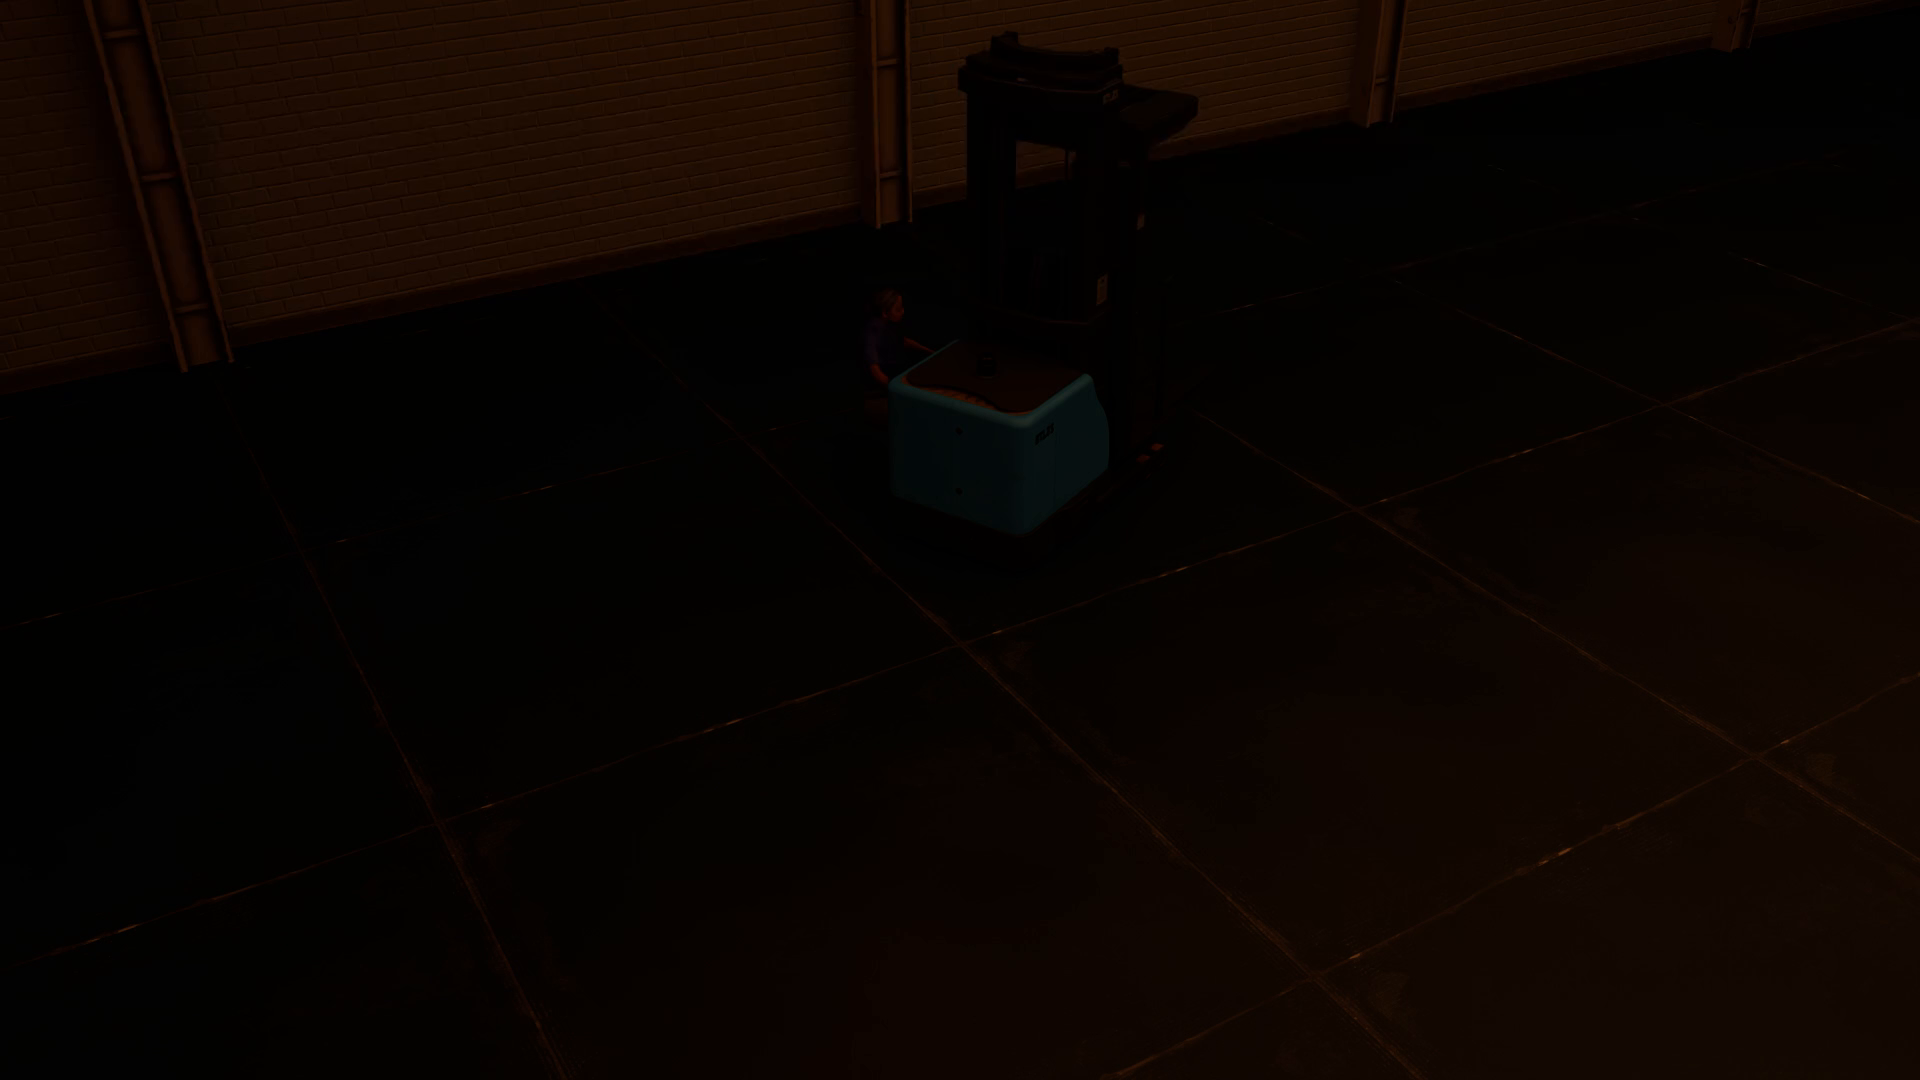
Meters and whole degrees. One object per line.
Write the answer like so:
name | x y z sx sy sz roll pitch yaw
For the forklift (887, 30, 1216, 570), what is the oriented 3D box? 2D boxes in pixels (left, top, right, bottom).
forklift | 0.771 -1.788 10.633 1.130 2.935 3.031 19 36 28

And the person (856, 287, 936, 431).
person | -0.264 -0.925 10.635 0.778 1.429 0.797 -1 31 -2
